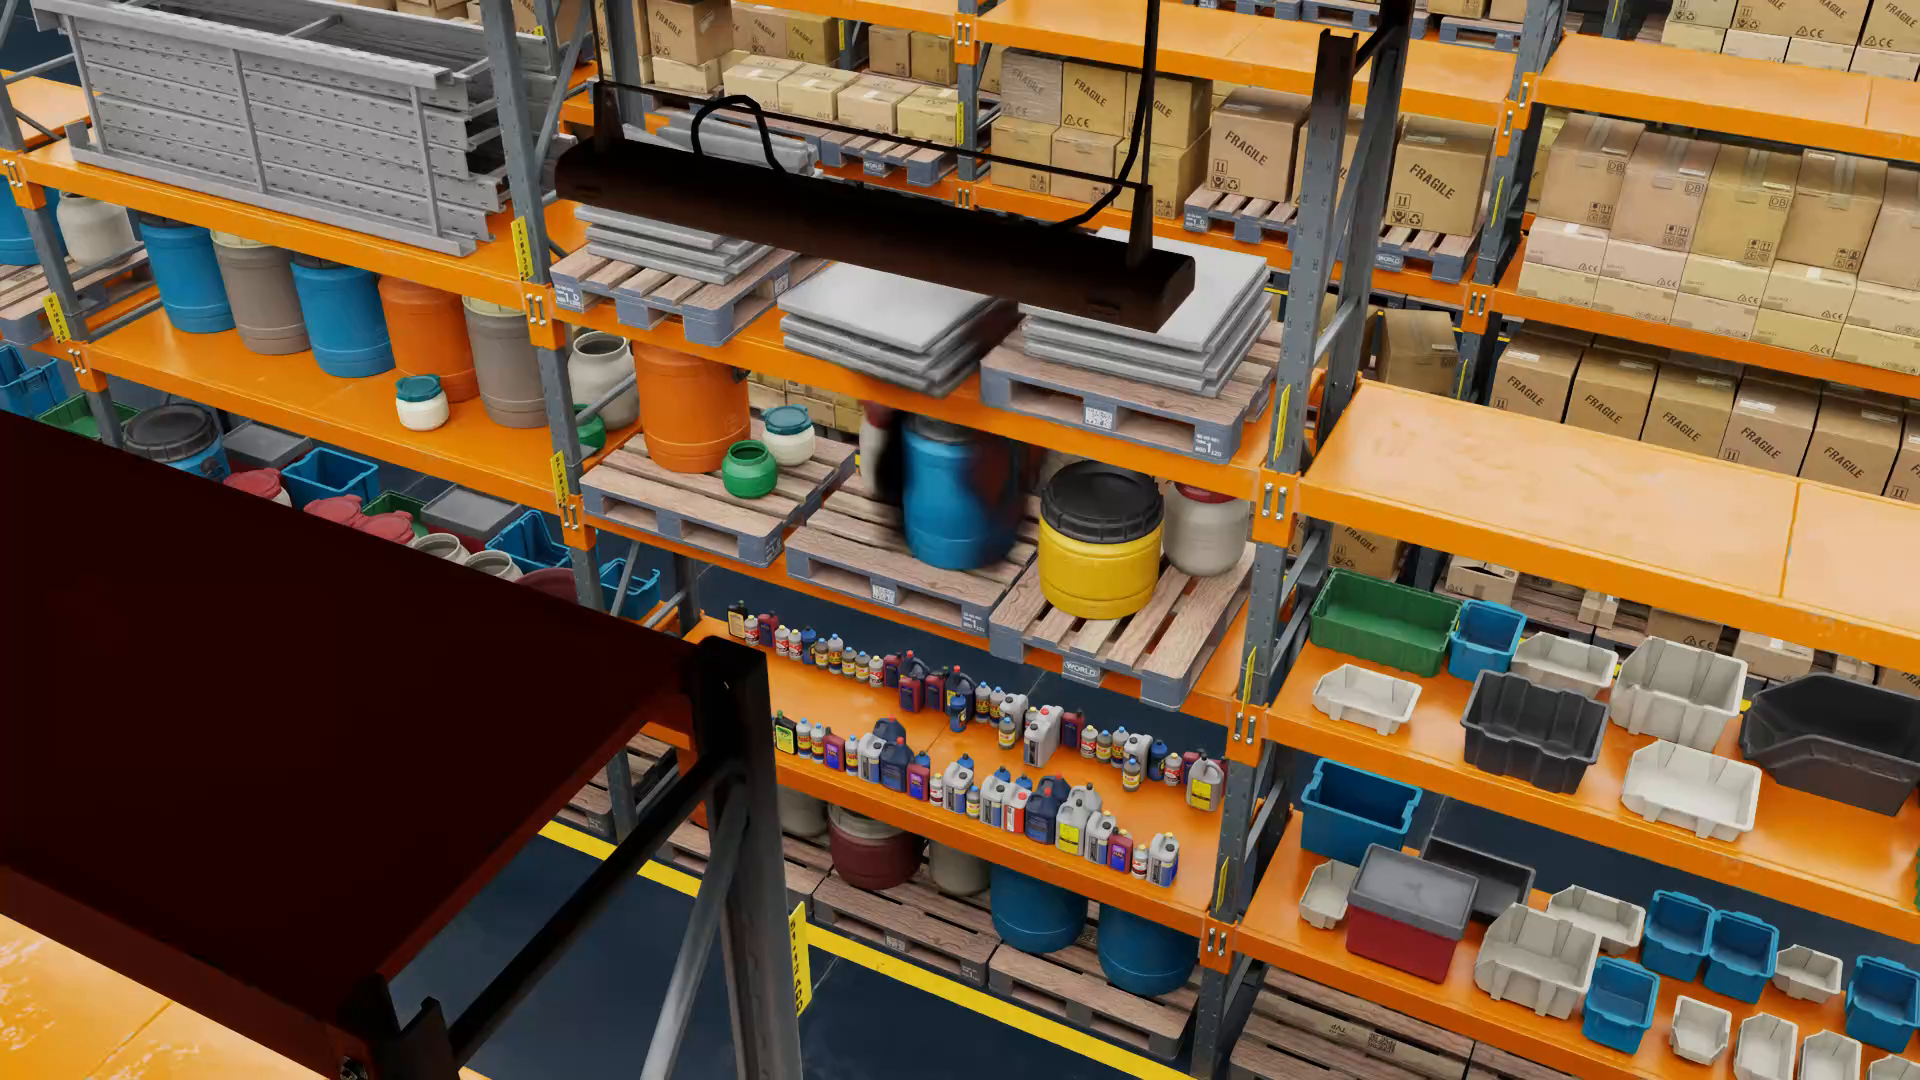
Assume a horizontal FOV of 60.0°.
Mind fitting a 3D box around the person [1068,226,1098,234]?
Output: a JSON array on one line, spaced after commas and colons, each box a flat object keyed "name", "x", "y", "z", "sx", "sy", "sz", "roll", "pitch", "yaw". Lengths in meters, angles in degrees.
[{"name": "person", "x": 1.344, "y": -3.368, "z": 17.107, "sx": 0.560, "sy": 1.769, "sz": 0.664, "roll": -13, "pitch": 37, "yaw": -18}]
